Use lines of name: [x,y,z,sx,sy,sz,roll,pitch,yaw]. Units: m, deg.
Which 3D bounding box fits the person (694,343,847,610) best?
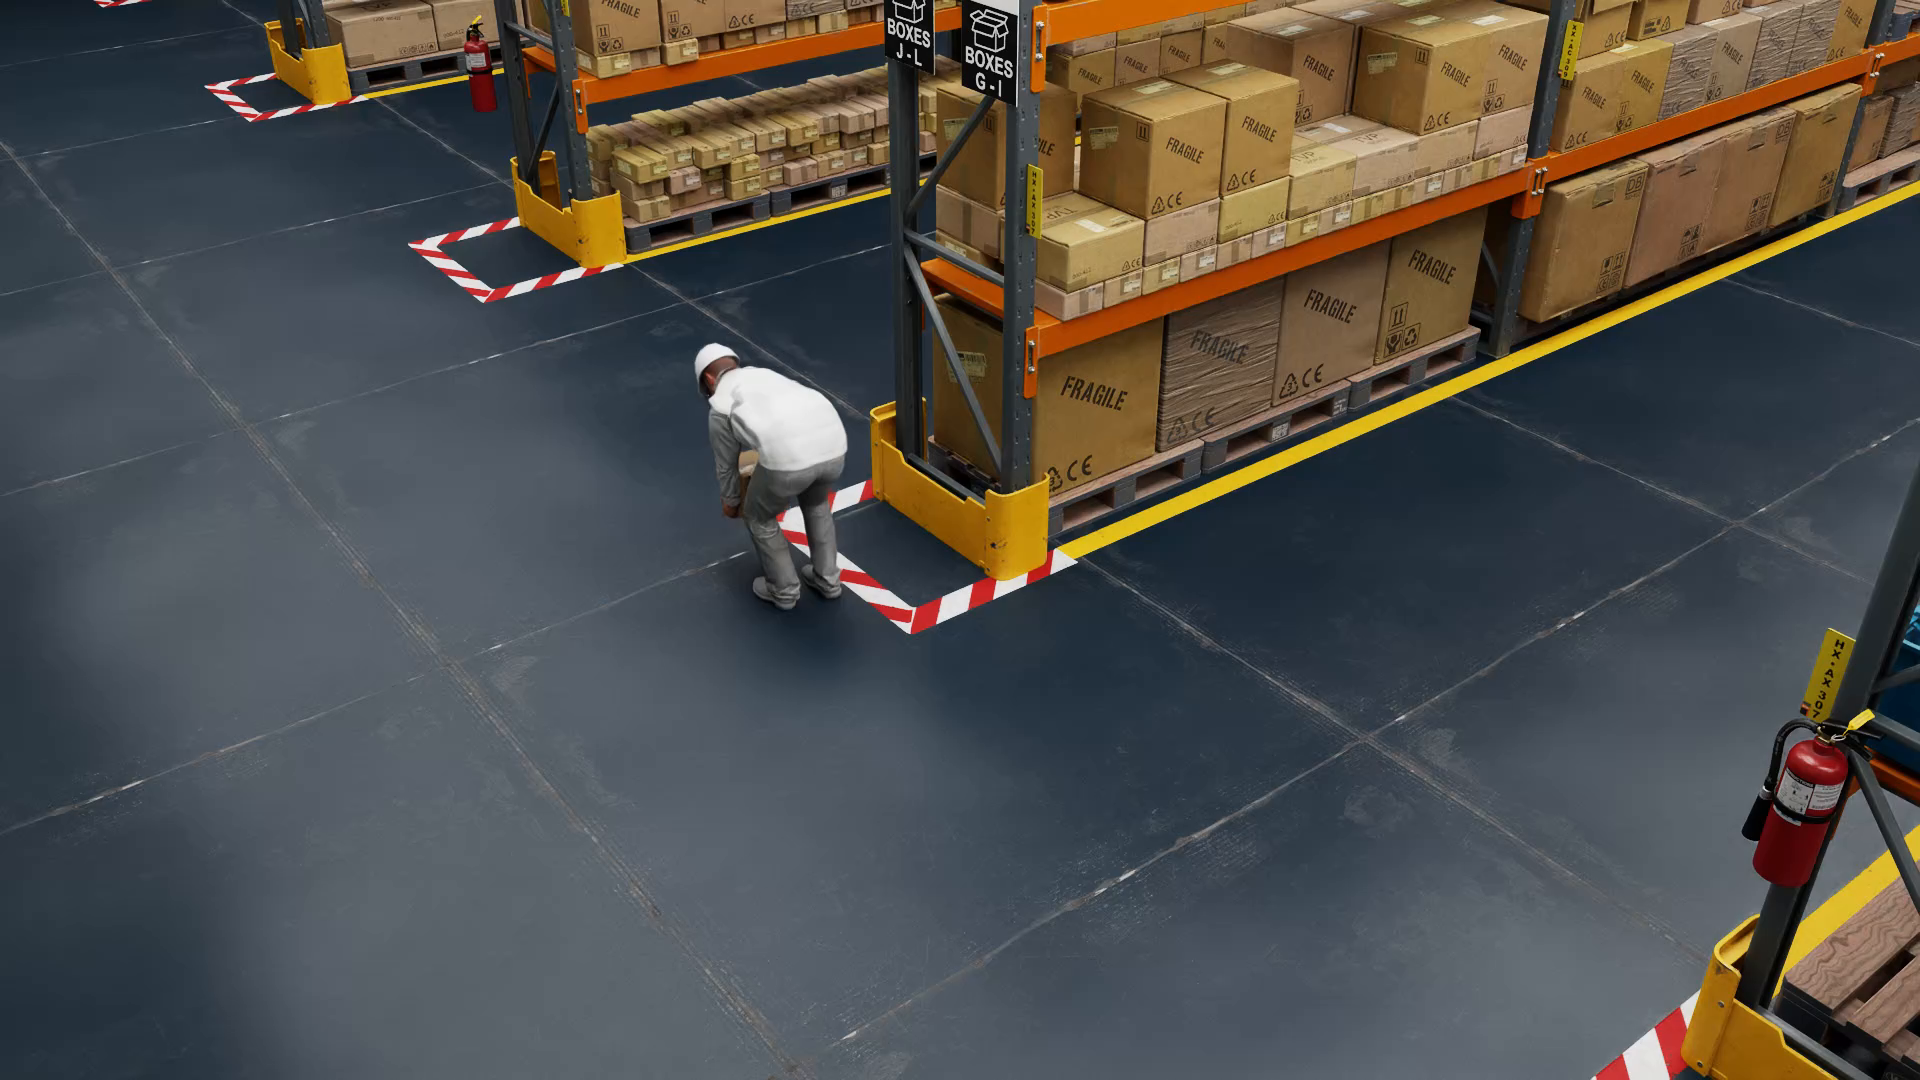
person: [-0.955,-0.307,8.192,0.463,1.152,1.003,-24,39,-33]
